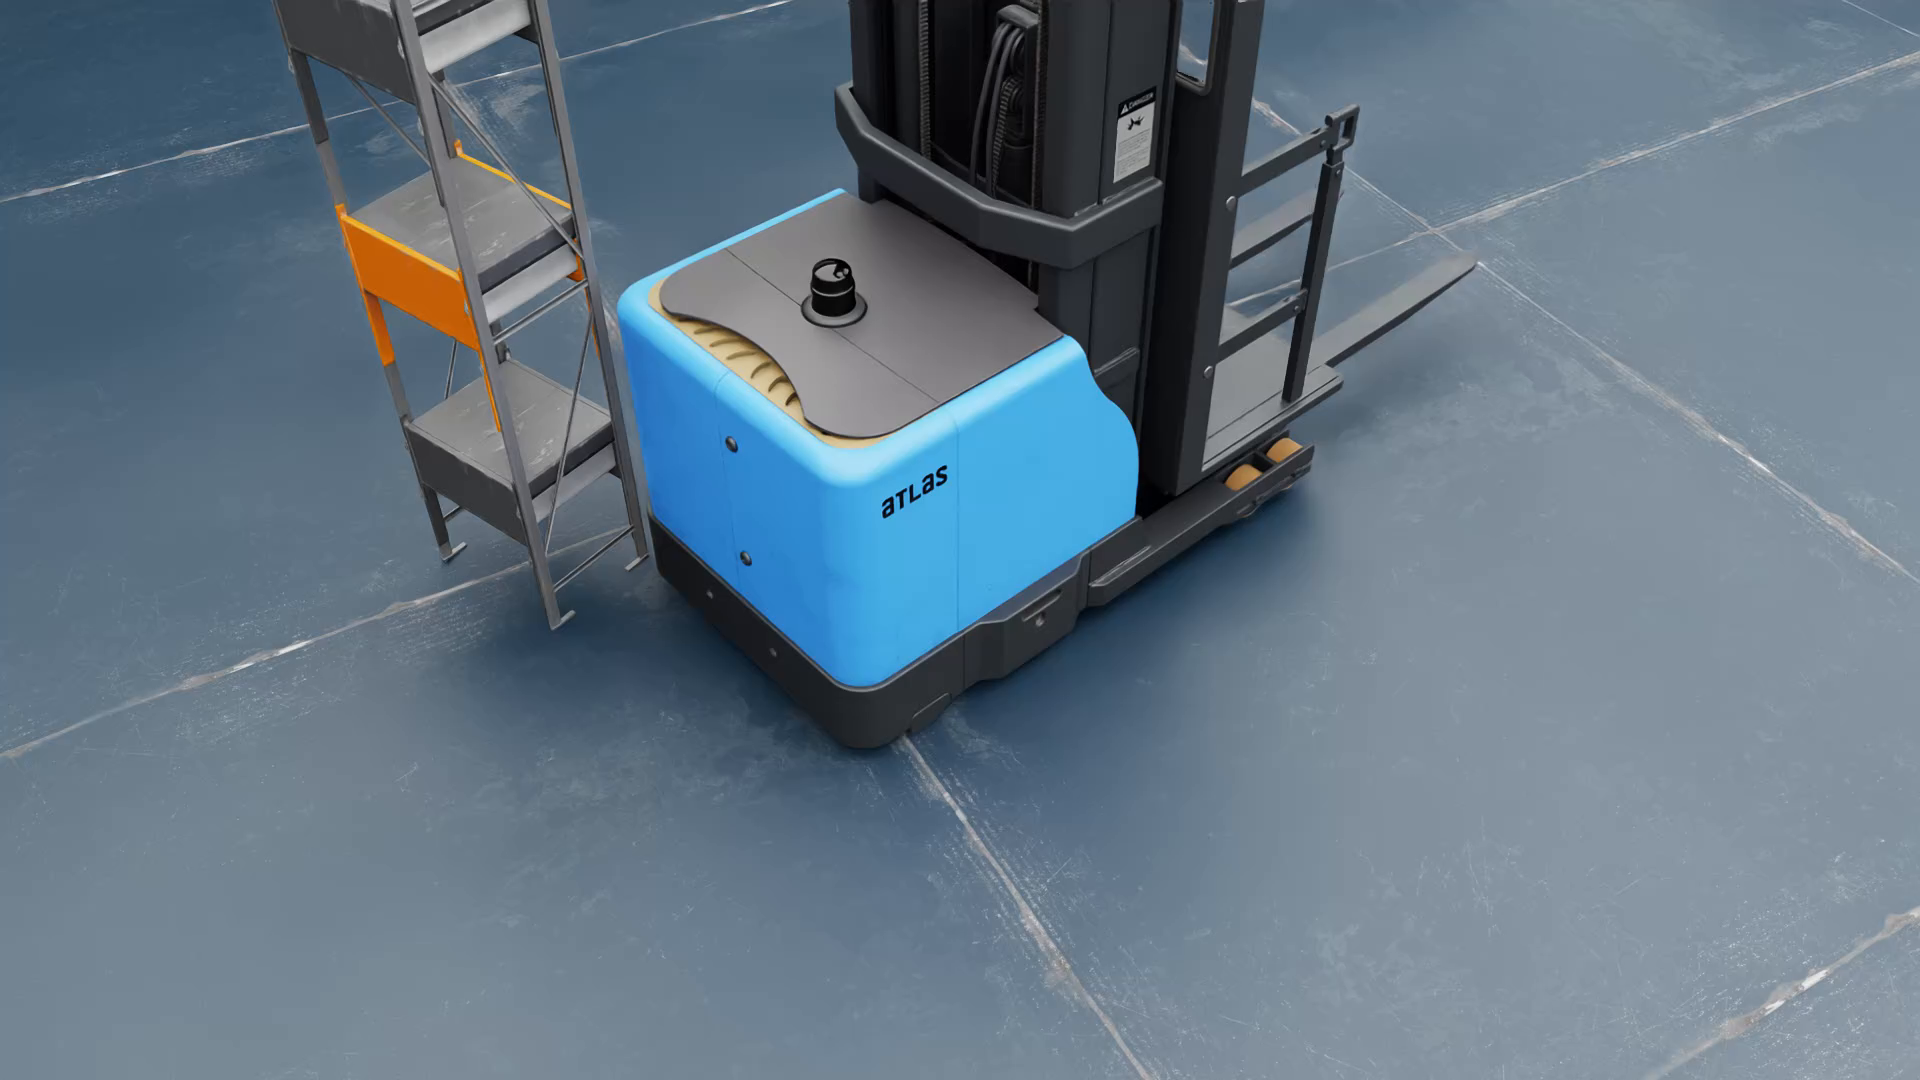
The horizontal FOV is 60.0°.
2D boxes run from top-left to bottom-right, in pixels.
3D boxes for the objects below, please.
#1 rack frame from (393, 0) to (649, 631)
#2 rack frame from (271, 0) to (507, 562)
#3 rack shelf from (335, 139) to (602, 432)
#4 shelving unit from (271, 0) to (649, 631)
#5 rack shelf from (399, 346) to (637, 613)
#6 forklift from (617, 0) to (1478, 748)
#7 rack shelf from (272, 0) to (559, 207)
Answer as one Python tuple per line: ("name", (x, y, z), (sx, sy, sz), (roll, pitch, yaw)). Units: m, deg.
("rack frame", (-1.098, -0.594, 4.354), (0.015, 2.100, 0.400), (28, 51, 26))
("rack frame", (-1.488, -0.798, 4.565), (0.015, 2.100, 0.400), (28, 51, 26))
("rack shelf", (-1.293, -0.686, 4.469), (0.480, 0.518, 0.431), (28, 51, 26))
("shelving unit", (-1.293, -0.696, 4.460), (0.503, 2.100, 0.431), (28, 51, 26))
("rack shelf", (-1.293, -0.184, 4.957), (0.480, 0.518, 0.431), (28, 51, 26))
("forklift", (0.509, -1.372, 4.559), (3.031, 2.935, 1.130), (-32, 52, -29))
("rack shelf", (-1.293, -1.189, 3.982), (0.480, 0.518, 0.431), (28, 51, 26))
